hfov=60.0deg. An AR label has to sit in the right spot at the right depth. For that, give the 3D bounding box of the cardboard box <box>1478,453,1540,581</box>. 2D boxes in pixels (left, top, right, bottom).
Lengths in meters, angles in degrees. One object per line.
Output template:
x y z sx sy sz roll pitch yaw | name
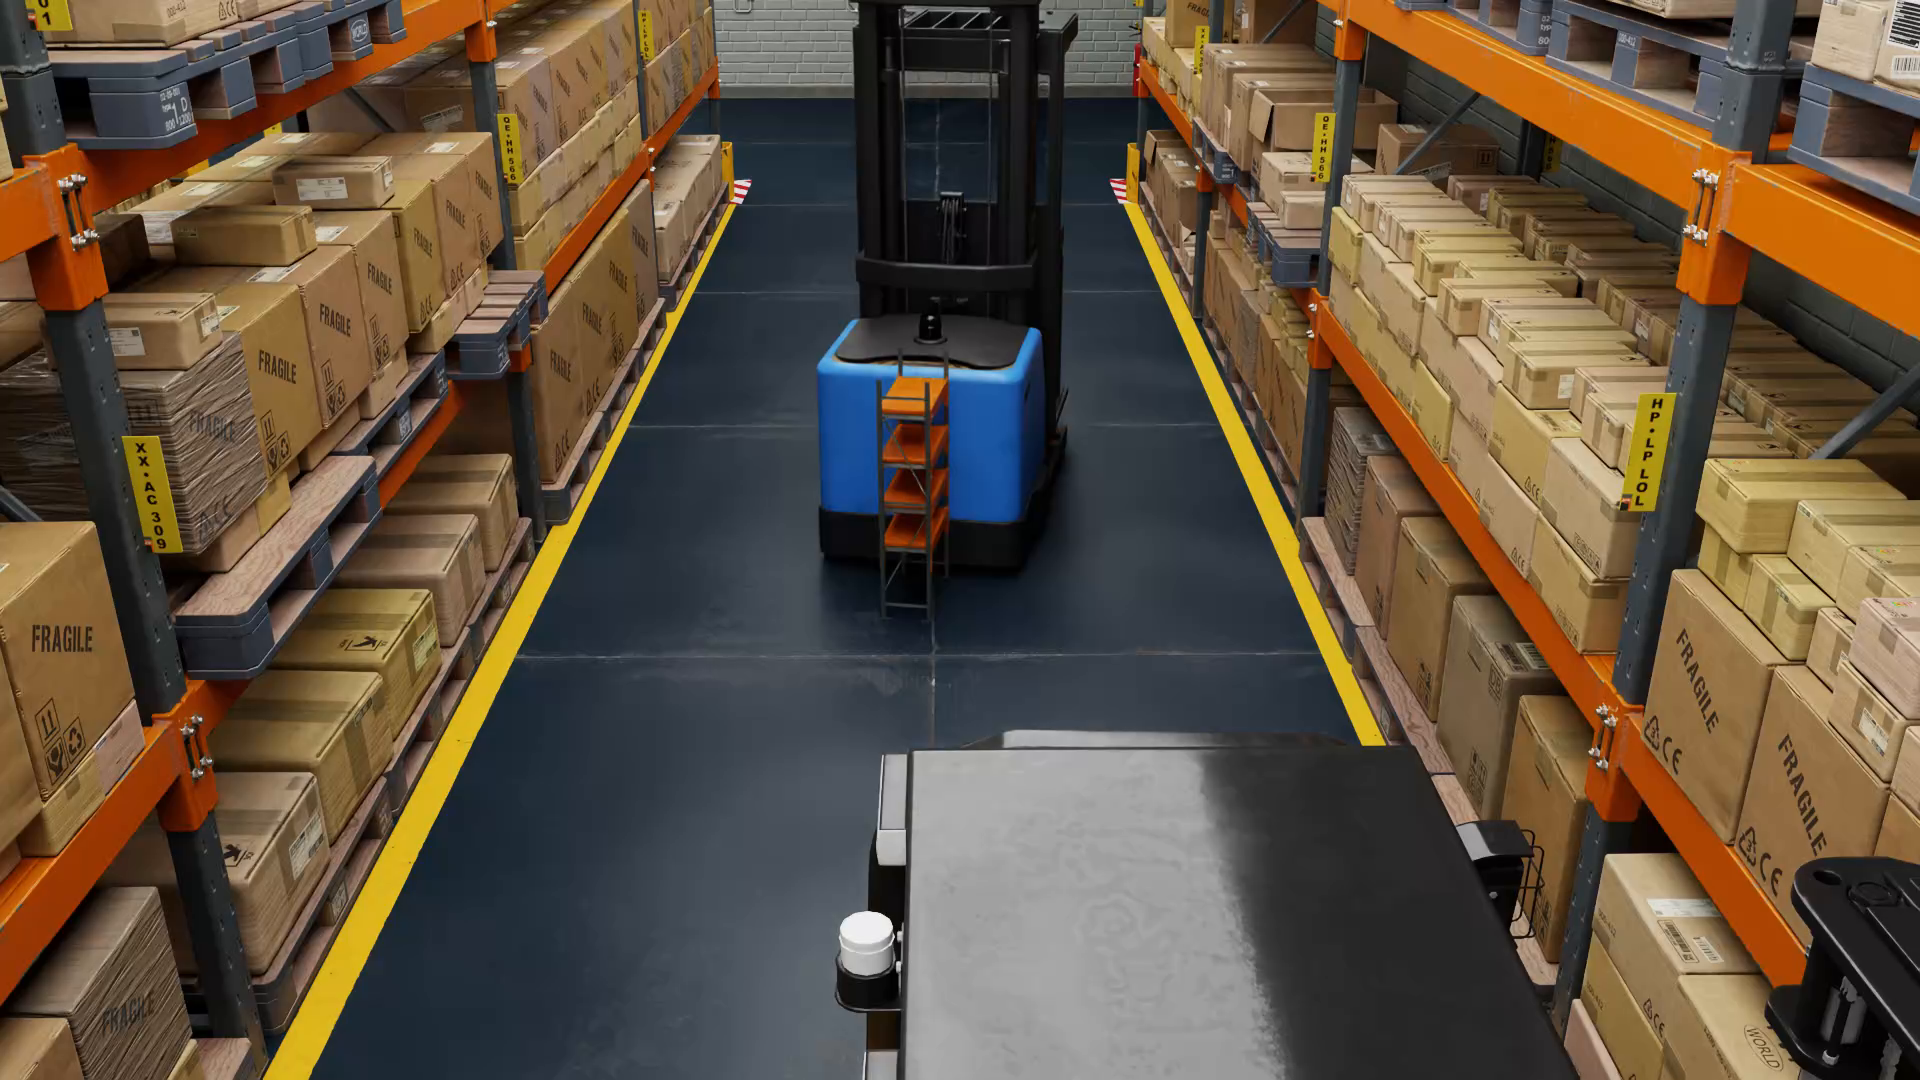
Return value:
2.044 -0.085 5.480 0.500 0.250 0.500 0 24 -1 | cardboard box

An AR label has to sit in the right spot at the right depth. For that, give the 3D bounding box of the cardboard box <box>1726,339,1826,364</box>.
2.557 -0.546 5.408 0.380 0.149 0.250 0 24 -1 | cardboard box

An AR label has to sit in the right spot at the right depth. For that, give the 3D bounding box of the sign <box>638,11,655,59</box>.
-2.186 -3.510 11.563 0.100 0.325 0.005 0 24 -1 | sign

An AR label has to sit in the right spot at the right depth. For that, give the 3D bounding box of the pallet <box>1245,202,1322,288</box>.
2.201 -1.580 8.835 1.213 0.211 1.003 0 24 -1 | pallet

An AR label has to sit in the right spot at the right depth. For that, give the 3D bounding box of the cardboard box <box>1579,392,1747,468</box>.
2.076 -0.327 4.924 0.380 0.149 0.250 -1 24 -1 | cardboard box

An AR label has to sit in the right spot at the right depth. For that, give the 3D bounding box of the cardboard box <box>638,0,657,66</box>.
-2.491 -3.711 11.980 0.500 0.500 0.500 0 24 0 | cardboard box

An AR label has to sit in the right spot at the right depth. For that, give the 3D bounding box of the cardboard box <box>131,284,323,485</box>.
-2.365 -0.489 5.200 0.500 0.500 0.500 0 24 0 | cardboard box

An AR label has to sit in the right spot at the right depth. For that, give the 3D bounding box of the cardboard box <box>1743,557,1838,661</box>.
2.067 0.158 3.851 0.380 0.149 0.250 0 24 1 | cardboard box

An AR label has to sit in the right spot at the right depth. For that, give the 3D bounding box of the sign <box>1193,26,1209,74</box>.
1.693 -3.425 11.633 0.100 0.325 0.005 0 24 -1 | sign

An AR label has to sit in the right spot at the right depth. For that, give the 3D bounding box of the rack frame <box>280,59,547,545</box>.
-2.685 -1.364 8.126 1.000 3.000 0.127 0 24 -1 | rack frame

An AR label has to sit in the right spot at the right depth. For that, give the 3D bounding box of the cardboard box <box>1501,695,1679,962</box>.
2.305 0.936 5.413 0.875 0.625 0.625 1 24 2 | cardboard box

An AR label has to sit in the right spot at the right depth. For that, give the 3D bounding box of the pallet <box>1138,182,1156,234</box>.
2.202 -3.054 15.247 1.003 0.211 1.213 0 24 -1 | pallet

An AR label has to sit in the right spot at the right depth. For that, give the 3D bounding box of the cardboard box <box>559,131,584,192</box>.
-2.441 -2.152 9.443 0.500 0.250 0.500 0 24 -1 | cardboard box

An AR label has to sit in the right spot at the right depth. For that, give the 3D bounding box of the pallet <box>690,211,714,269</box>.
-2.675 -2.560 14.153 1.003 0.211 1.213 0 24 -1 | pallet

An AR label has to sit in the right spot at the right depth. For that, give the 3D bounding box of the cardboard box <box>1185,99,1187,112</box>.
1.952 -3.374 12.876 0.380 0.149 0.250 0 24 1 | cardboard box

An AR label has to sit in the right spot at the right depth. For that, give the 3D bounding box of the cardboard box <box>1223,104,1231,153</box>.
1.867 -2.592 10.495 0.396 0.266 0.258 1 24 2 | cardboard box

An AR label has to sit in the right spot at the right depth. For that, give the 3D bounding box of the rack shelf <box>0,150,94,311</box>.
-2.619 0.069 2.190 1.077 0.370 4.000 0 24 -1 | rack shelf

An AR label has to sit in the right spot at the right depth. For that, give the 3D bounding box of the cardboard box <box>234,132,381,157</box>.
-2.911 -1.550 7.546 0.500 0.500 0.500 -1 24 -2 | cardboard box

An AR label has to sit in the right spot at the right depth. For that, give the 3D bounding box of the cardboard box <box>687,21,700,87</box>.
-2.496 -4.090 14.032 0.500 0.500 0.500 0 24 1 | cardboard box

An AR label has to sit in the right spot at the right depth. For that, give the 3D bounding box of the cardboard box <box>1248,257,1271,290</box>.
2.050 -1.697 10.600 0.380 0.149 0.250 1 24 1 | cardboard box

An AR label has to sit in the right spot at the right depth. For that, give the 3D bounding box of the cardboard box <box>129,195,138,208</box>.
-7.470 -2.957 14.597 0.380 0.149 0.250 0 24 0 | cardboard box

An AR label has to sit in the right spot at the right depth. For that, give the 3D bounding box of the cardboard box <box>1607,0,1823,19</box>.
2.071 -1.600 4.485 0.500 0.311 0.500 -1 24 -2 | cardboard box

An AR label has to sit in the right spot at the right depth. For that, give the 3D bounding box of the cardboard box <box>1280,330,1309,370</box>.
1.986 -1.051 9.170 0.380 0.149 0.250 -1 24 -3 | cardboard box

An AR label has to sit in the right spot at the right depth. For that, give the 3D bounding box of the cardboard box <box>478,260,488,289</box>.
-2.370 -1.197 7.552 0.380 0.149 0.250 0 24 0 | cardboard box

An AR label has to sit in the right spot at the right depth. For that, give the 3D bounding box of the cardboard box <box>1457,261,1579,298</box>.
2.112 -0.958 6.320 0.380 0.149 0.250 0 24 -1 | cardboard box

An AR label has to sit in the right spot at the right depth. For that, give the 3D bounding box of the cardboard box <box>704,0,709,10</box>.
-2.529 -4.964 14.752 0.500 0.500 0.500 1 24 1 | cardboard box

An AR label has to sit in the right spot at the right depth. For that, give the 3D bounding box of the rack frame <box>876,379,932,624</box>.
-0.254 -0.162 7.652 0.240 1.200 0.015 4 25 9 | rack frame

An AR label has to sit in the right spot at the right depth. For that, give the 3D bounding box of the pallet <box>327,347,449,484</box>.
-2.622 -0.461 6.363 1.003 0.211 1.213 0 24 -1 | pallet

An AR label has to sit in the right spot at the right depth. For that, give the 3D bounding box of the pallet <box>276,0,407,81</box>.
-2.556 -1.679 5.411 1.213 0.211 1.003 0 24 -1 | pallet

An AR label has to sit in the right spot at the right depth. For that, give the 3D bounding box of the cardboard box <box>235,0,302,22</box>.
-2.253 -1.657 4.807 0.500 0.250 0.500 -1 24 -1 | cardboard box

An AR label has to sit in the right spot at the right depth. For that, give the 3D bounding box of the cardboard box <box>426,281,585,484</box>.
-2.609 -0.872 9.108 0.875 0.875 0.875 0 24 -1 | cardboard box

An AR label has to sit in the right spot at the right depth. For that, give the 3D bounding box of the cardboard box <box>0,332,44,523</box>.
-2.875 -0.278 4.732 0.500 0.500 0.500 -1 24 -2 | cardboard box

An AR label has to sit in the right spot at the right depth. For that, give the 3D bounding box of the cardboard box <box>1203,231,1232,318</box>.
2.015 -1.888 11.809 0.500 0.500 0.500 1 24 2 | cardboard box

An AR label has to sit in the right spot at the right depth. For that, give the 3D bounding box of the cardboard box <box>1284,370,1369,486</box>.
2.059 -0.614 8.991 0.500 0.500 0.500 0 24 1 | cardboard box

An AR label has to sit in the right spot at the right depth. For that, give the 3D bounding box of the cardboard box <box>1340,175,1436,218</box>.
1.988 -1.596 7.731 0.380 0.149 0.250 0 24 1 | cardboard box

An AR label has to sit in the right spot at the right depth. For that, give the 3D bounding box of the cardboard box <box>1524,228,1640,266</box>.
2.539 -1.173 6.795 0.380 0.149 0.250 0 24 -1 | cardboard box

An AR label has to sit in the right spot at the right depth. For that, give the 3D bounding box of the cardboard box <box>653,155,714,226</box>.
-2.646 -3.036 14.422 0.875 0.438 0.875 0 24 1 | cardboard box

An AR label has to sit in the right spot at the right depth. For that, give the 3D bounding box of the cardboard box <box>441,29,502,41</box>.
-2.963 -2.702 9.749 0.500 0.500 0.500 -1 24 -1 | cardboard box

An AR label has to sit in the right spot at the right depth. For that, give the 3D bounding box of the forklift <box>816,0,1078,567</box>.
0.034 -1.777 9.121 1.130 2.935 3.031 4 25 9 | forklift

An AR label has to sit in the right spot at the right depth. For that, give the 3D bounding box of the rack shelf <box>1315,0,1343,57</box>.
2.257 -3.251 9.531 1.077 0.370 4.000 0 24 -1 | rack shelf

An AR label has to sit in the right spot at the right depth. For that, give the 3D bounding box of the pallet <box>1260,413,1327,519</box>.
2.308 -0.425 9.434 1.003 0.211 1.213 0 24 -1 | pallet

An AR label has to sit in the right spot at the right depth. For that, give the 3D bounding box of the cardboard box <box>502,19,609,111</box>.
-2.473 -2.908 10.206 0.500 0.500 0.500 0 24 1 | cardboard box

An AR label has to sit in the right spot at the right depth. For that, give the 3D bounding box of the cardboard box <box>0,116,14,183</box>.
-2.332 -0.839 3.631 0.380 0.149 0.250 0 24 0 | cardboard box

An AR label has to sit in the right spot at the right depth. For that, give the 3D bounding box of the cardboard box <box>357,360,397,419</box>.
-2.317 -0.559 6.142 0.380 0.149 0.250 1 24 1 | cardboard box

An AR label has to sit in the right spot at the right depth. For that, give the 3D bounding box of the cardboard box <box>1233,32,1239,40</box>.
2.467 -4.147 14.100 0.500 0.250 0.500 1 24 1 | cardboard box

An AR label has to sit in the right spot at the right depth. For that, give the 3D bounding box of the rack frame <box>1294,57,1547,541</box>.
2.279 -1.388 8.179 1.000 3.000 0.127 0 24 -1 | rack frame

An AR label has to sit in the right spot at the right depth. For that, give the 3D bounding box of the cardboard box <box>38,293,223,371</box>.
-2.292 -0.579 4.612 0.380 0.149 0.250 0 24 -1 | cardboard box

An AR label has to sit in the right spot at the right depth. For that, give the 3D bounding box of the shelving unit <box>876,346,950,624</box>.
-0.214 -0.261 7.872 0.258 1.200 0.503 4 25 9 | shelving unit

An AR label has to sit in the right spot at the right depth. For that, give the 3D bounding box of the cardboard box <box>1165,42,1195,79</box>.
1.968 -3.936 13.634 0.500 0.250 0.500 -1 24 -2 | cardboard box

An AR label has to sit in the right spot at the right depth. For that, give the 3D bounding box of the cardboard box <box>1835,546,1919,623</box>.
2.134 0.129 3.556 0.380 0.149 0.250 -1 24 -2 | cardboard box

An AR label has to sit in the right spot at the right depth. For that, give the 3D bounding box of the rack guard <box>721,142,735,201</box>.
-2.772 -3.532 15.952 1.175 0.500 0.348 0 24 -1 | rack guard

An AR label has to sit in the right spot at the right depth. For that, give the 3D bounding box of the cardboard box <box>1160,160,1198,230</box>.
1.980 -2.914 14.076 0.500 0.500 0.500 0 24 0 | cardboard box

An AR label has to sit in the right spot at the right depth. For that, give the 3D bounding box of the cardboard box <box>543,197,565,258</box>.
-2.462 -1.710 9.073 0.500 0.250 0.500 -1 24 -2 | cardboard box

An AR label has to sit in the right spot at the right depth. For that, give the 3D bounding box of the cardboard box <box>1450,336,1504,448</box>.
2.049 -0.523 5.842 0.500 0.250 0.500 0 24 0 | cardboard box

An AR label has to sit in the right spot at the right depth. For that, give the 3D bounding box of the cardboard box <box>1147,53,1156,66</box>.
1.921 -4.433 15.217 0.380 0.149 0.250 0 24 -1 | cardboard box
